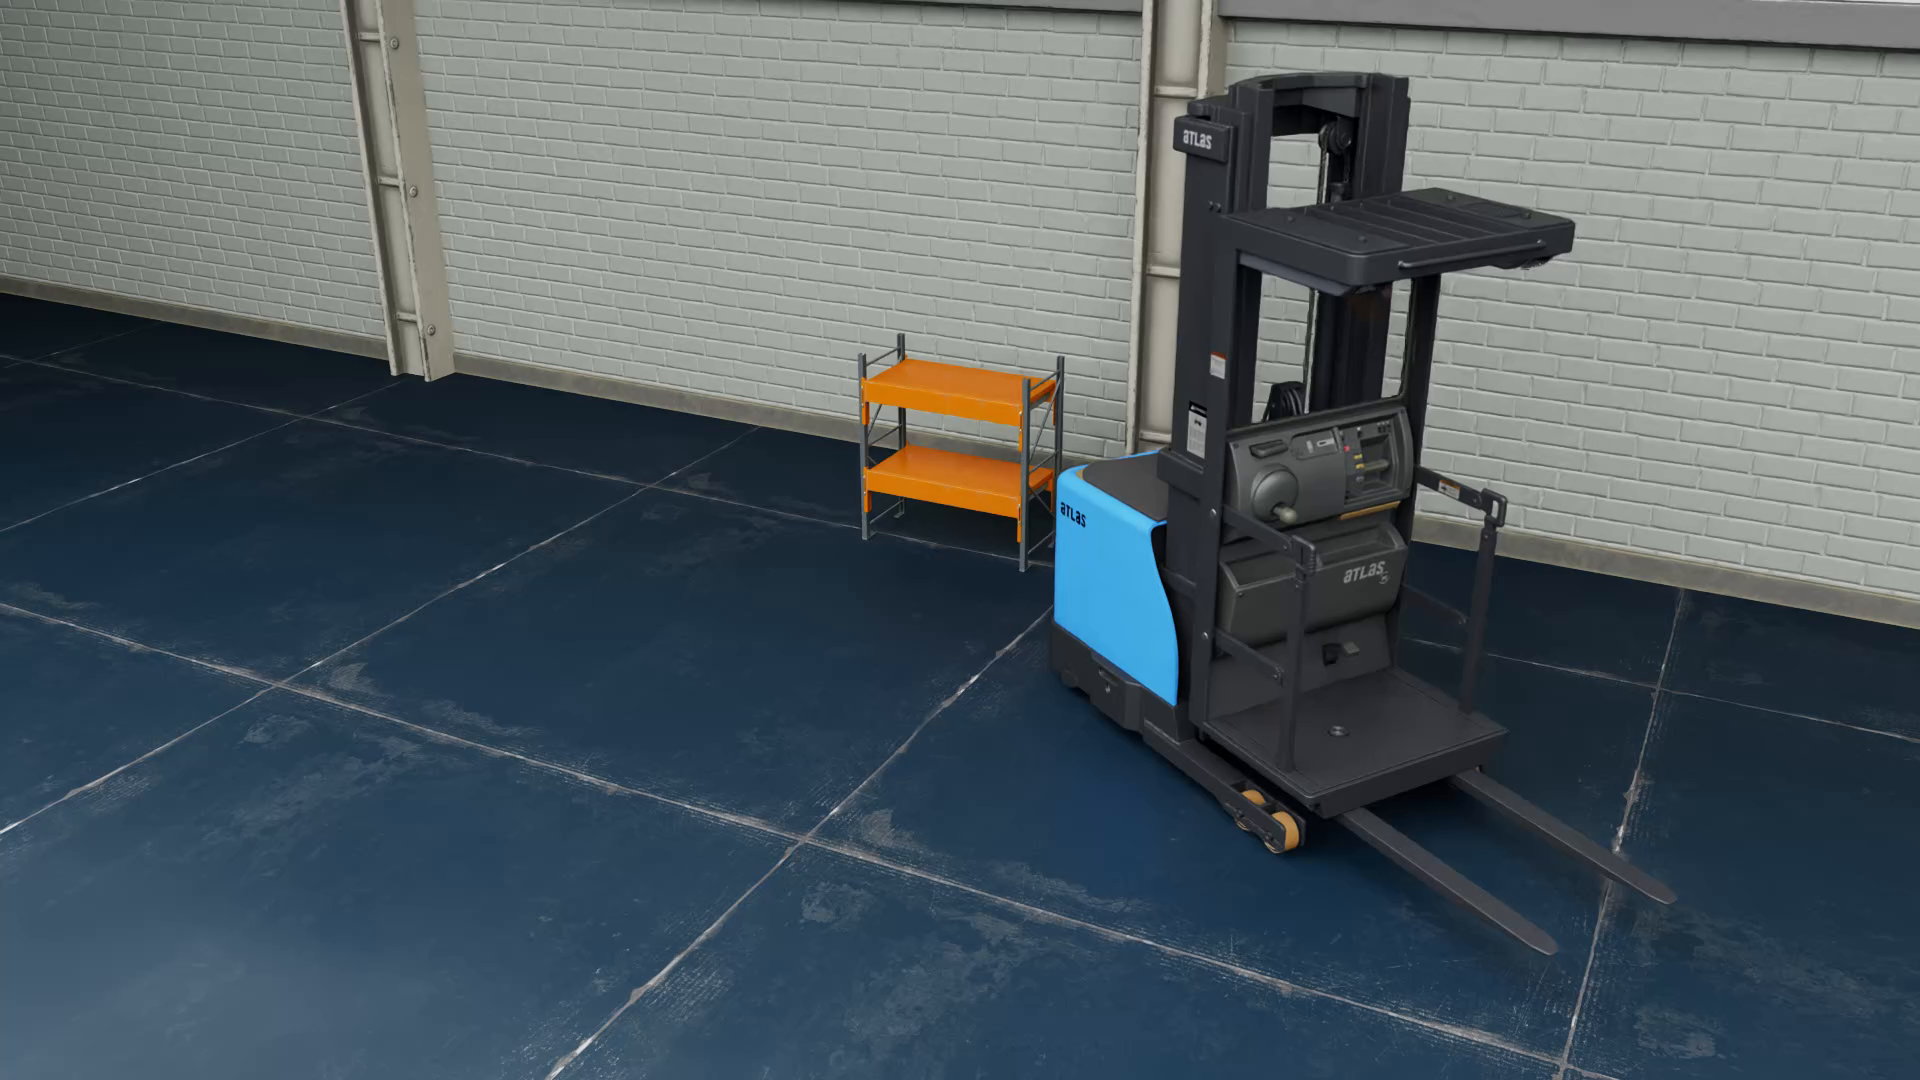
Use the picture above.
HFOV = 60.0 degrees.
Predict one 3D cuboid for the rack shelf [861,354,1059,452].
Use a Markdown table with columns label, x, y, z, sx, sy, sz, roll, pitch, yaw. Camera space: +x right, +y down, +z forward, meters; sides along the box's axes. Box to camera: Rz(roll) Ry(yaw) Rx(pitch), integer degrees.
| label | x | y | z | sx | sy | sz | roll | pitch | yaw |
| --- | --- | --- | --- | --- | --- | --- | --- | --- | --- |
| rack shelf | 0.006 | -0.786 | 9.413 | 1.000 | 0.278 | 0.538 | 11 | 25 | 25 |

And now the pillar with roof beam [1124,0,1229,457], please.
| label | x | y | z | sx | sy | sz | roll | pitch | yaw |
| --- | --- | --- | --- | --- | --- | --- | --- | --- | --- |
| pillar with roof beam | -0.700 | -2.862 | 4.982 | 0.400 | 9.000 | 9.100 | 11 | 25 | 25 |

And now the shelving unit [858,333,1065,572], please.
| label | x | y | z | sx | sy | sz | roll | pitch | yaw |
| --- | --- | --- | --- | --- | --- | --- | --- | --- | --- |
| shelving unit | 0.006 | -0.516 | 9.527 | 1.048 | 1.125 | 0.538 | 11 | 25 | 25 |

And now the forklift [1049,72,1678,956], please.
| label | x | y | z | sx | sy | sz | roll | pitch | yaw |
| --- | --- | --- | --- | --- | --- | --- | --- | --- | --- |
| forklift | 1.598 | -0.280 | 6.664 | 1.130 | 2.935 | 3.031 | -12 | 26 | -27 |

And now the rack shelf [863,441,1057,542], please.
| label | x | y | z | sx | sy | sz | roll | pitch | yaw |
| --- | --- | --- | --- | --- | --- | --- | --- | --- | --- |
| rack shelf | 0.006 | -0.291 | 9.623 | 1.000 | 0.278 | 0.538 | 11 | 25 | 25 |

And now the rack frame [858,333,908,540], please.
| label | x | y | z | sx | sy | sz | roll | pitch | yaw |
| --- | --- | --- | --- | --- | --- | --- | --- | --- | --- |
| rack frame | -0.448 | -0.606 | 9.738 | 0.032 | 1.125 | 0.500 | 11 | 25 | 25 |

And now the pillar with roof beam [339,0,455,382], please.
| label | x | y | z | sx | sy | sz | roll | pitch | yaw |
| --- | --- | --- | --- | --- | --- | --- | --- | --- | --- |
| pillar with roof beam | -6.055 | -3.922 | 7.473 | 0.400 | 9.000 | 9.100 | 11 | 25 | 25 |

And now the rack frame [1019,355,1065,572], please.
| label | x | y | z | sx | sy | sz | roll | pitch | yaw |
| --- | --- | --- | --- | --- | --- | --- | --- | --- | --- |
| rack frame | 0.460 | -0.427 | 9.316 | 0.032 | 1.125 | 0.500 | 11 | 25 | 25 |
